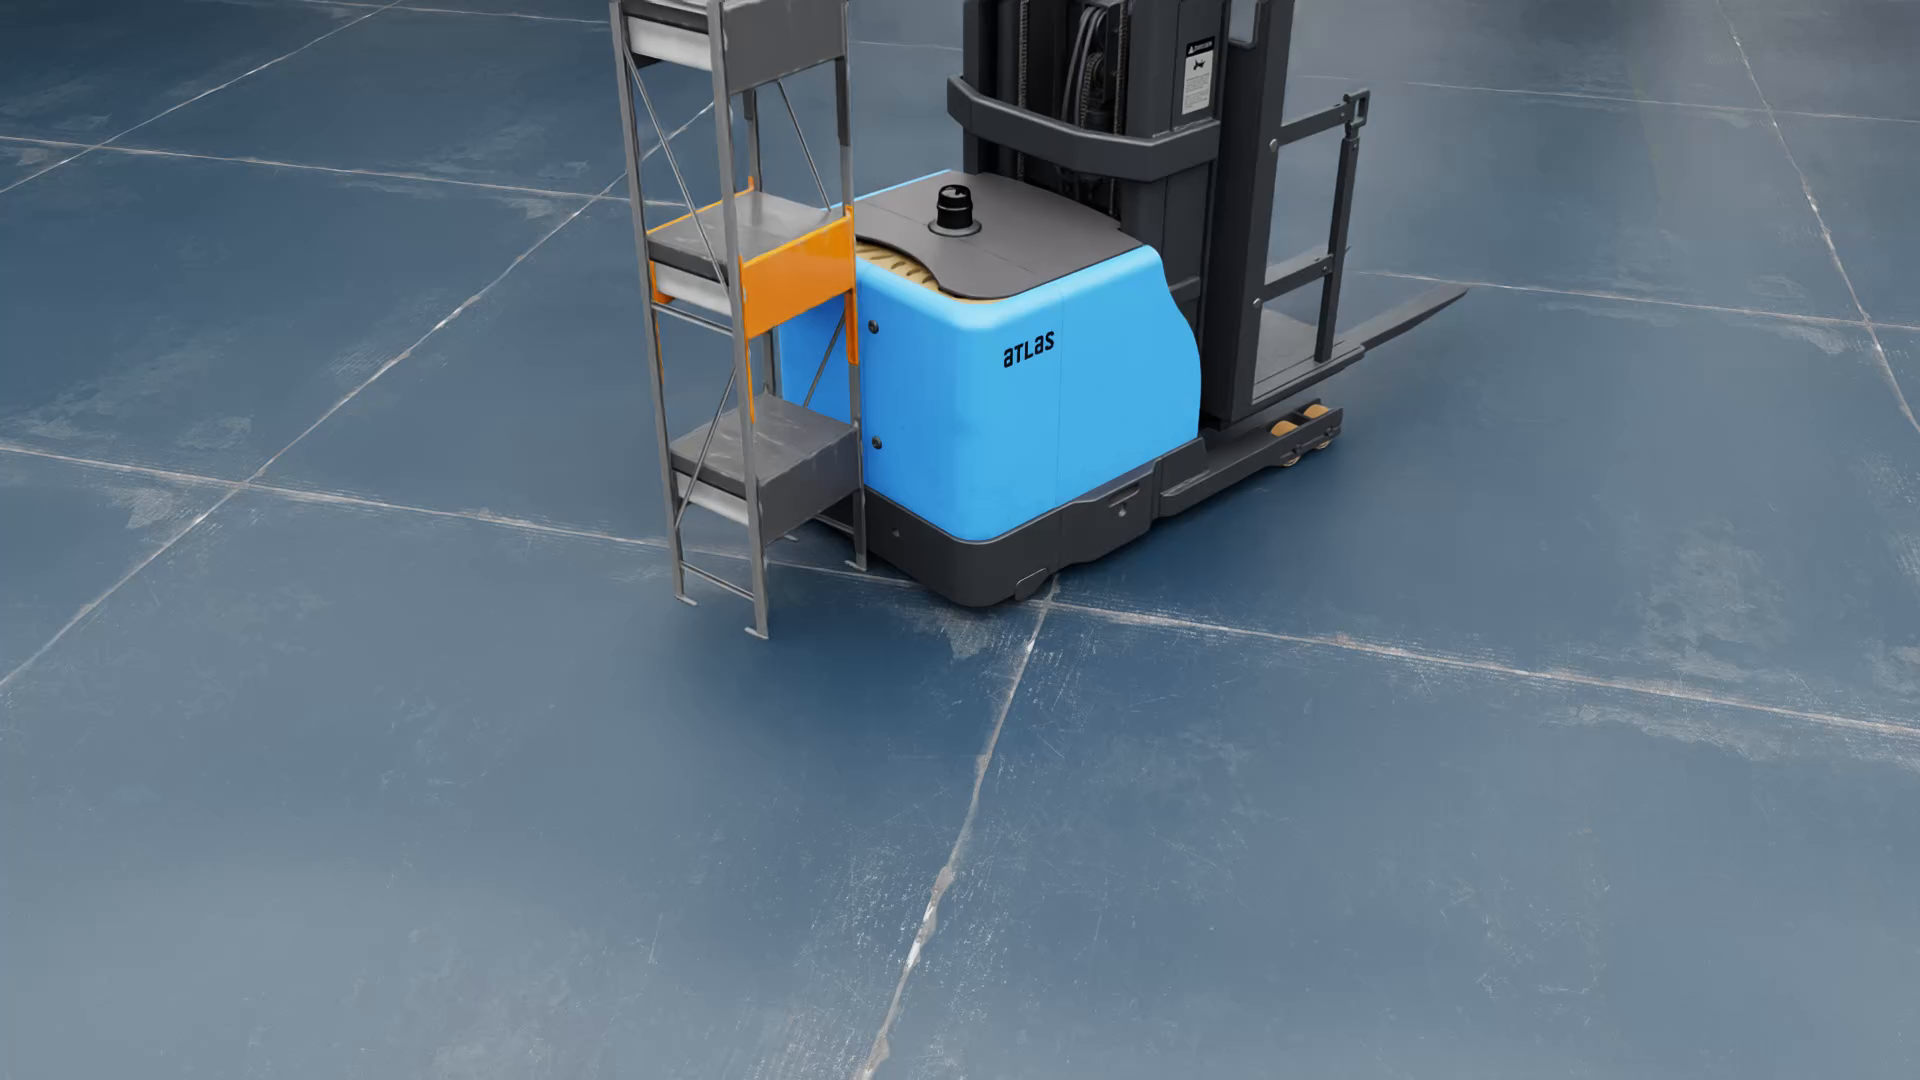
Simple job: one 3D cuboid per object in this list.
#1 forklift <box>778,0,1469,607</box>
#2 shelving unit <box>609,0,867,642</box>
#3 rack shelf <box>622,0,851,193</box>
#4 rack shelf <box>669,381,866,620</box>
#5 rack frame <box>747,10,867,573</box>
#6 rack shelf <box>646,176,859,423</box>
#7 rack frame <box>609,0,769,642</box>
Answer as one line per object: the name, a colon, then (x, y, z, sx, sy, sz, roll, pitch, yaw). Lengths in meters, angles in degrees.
forklift: (0.806, -1.695, 5.684, 3.031, 2.935, 1.130, -26, 41, -35)
shelving unit: (-0.622, -0.737, 4.953, 0.431, 2.100, 0.503, 22, 39, 31)
rack shelf: (-0.622, -1.316, 4.584, 0.431, 0.518, 0.480, 22, 39, 31)
rack shelf: (-0.622, -0.135, 5.335, 0.431, 0.518, 0.480, 22, 39, 31)
rack frame: (-0.475, -0.842, 5.117, 0.400, 2.100, 0.015, 22, 39, 31)
rack shelf: (-0.622, -0.726, 4.960, 0.431, 0.518, 0.480, 22, 39, 31)
rack frame: (-0.769, -0.633, 4.788, 0.400, 2.100, 0.015, 22, 39, 31)
